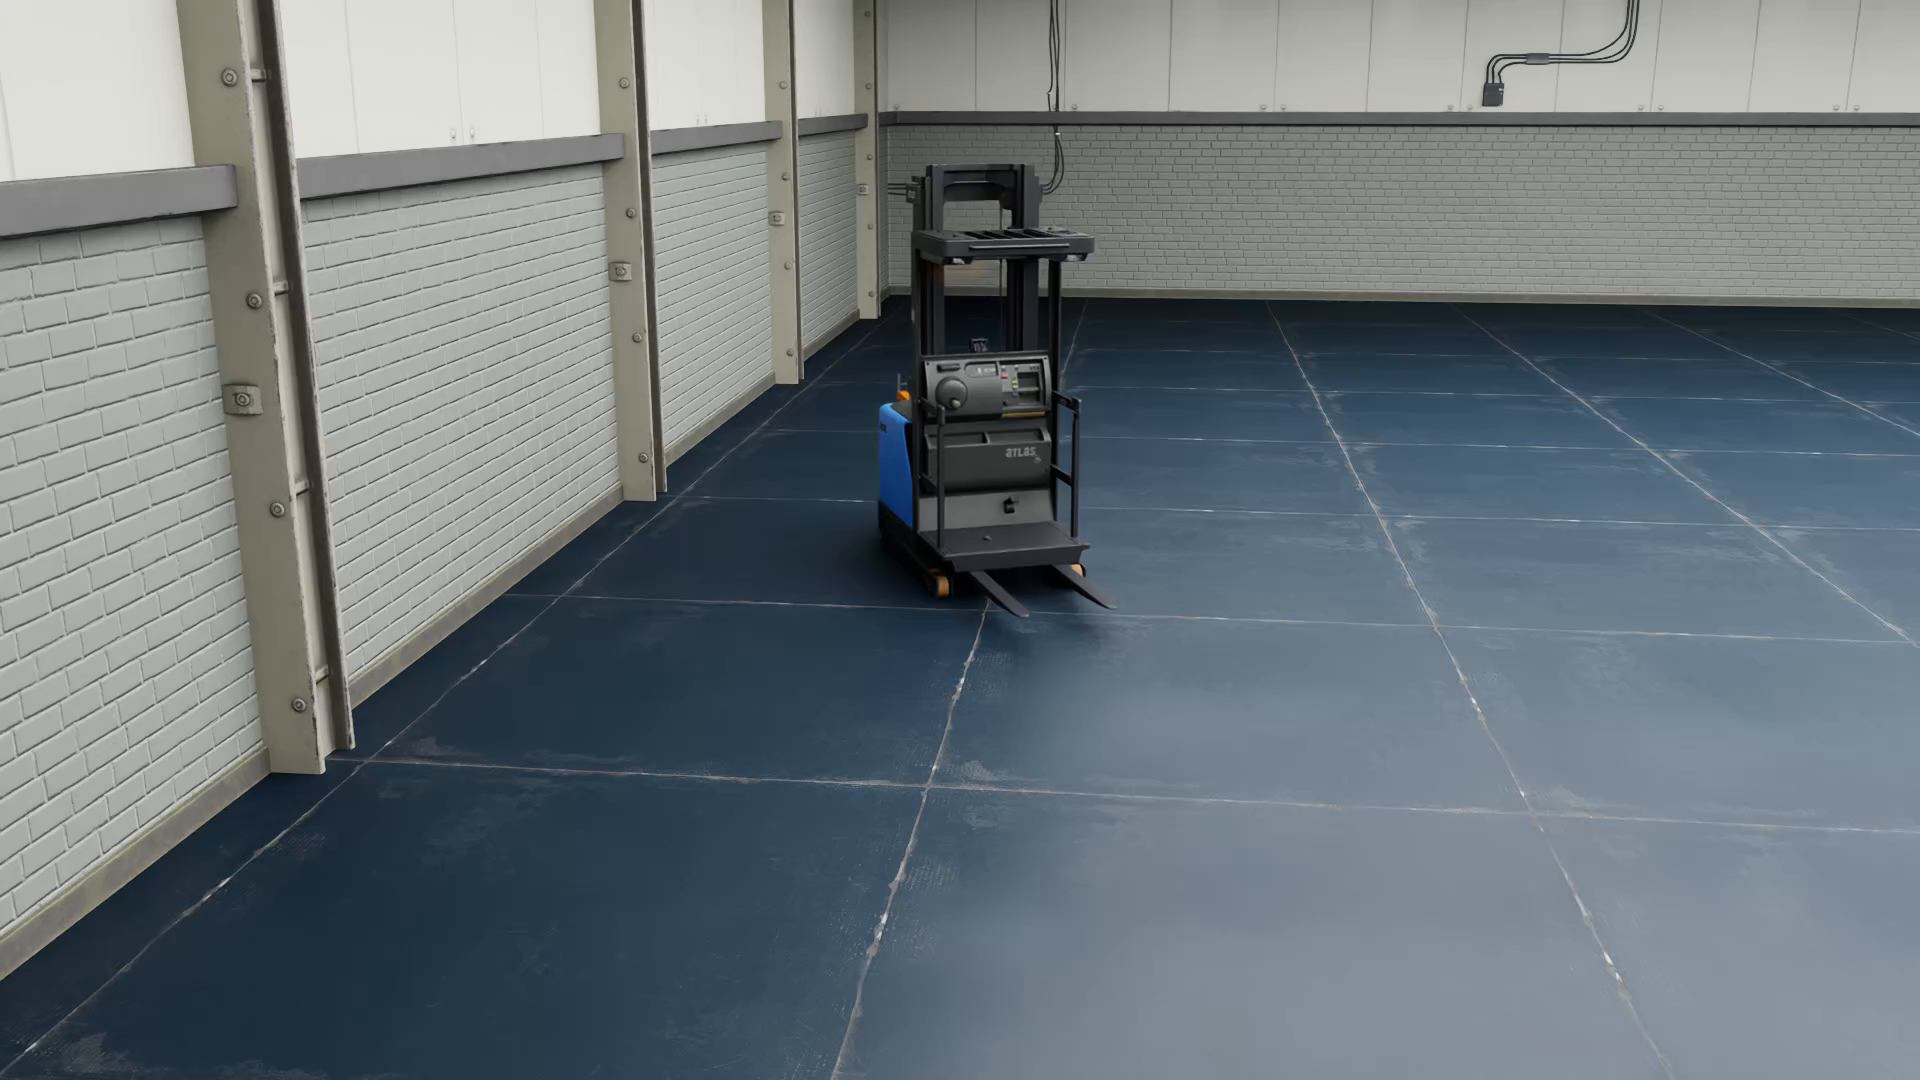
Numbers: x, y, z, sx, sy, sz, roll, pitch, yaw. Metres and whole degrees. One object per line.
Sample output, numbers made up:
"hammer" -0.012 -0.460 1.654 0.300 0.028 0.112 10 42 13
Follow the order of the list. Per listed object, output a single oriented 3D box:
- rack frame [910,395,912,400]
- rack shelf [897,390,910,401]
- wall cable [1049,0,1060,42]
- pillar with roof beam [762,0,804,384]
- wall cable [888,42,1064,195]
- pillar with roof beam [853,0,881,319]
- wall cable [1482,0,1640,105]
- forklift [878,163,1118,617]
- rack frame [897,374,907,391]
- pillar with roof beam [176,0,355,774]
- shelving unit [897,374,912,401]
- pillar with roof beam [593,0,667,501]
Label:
"rack frame" -0.281 -0.661 13.308 0.240 1.200 0.015 -4 16 -13
"rack shelf" -0.337 -1.102 13.434 0.258 0.148 0.480 -4 16 -13
"wall cable" 2.909 -9.433 27.082 3.097 2.526 0.112 2 15 6
"pillar with roof beam" 2.175 -6.166 18.725 9.100 9.000 0.400 2 15 6
"wall cable" 0.221 -7.075 28.036 3.097 2.526 0.112 2 15 6
"pillar with roof beam" 2.852 -7.722 24.480 9.100 9.000 0.400 2 15 6
"wall cable" 9.652 -9.932 26.137 2.305 6.003 0.169 2 15 6
"forklift" 0.263 -1.119 11.684 1.130 2.935 3.031 -4 16 -16
"rack frame" -0.393 -0.785 13.766 0.240 1.200 0.015 -4 16 -13
"pillar with roof beam" 0.821 -3.053 7.215 9.100 9.000 0.400 2 15 6
"shelving unit" -0.337 -0.723 13.537 0.258 1.200 0.503 -4 16 -13
"pillar with roof beam" 1.498 -4.610 12.970 9.100 9.000 0.400 2 15 6
